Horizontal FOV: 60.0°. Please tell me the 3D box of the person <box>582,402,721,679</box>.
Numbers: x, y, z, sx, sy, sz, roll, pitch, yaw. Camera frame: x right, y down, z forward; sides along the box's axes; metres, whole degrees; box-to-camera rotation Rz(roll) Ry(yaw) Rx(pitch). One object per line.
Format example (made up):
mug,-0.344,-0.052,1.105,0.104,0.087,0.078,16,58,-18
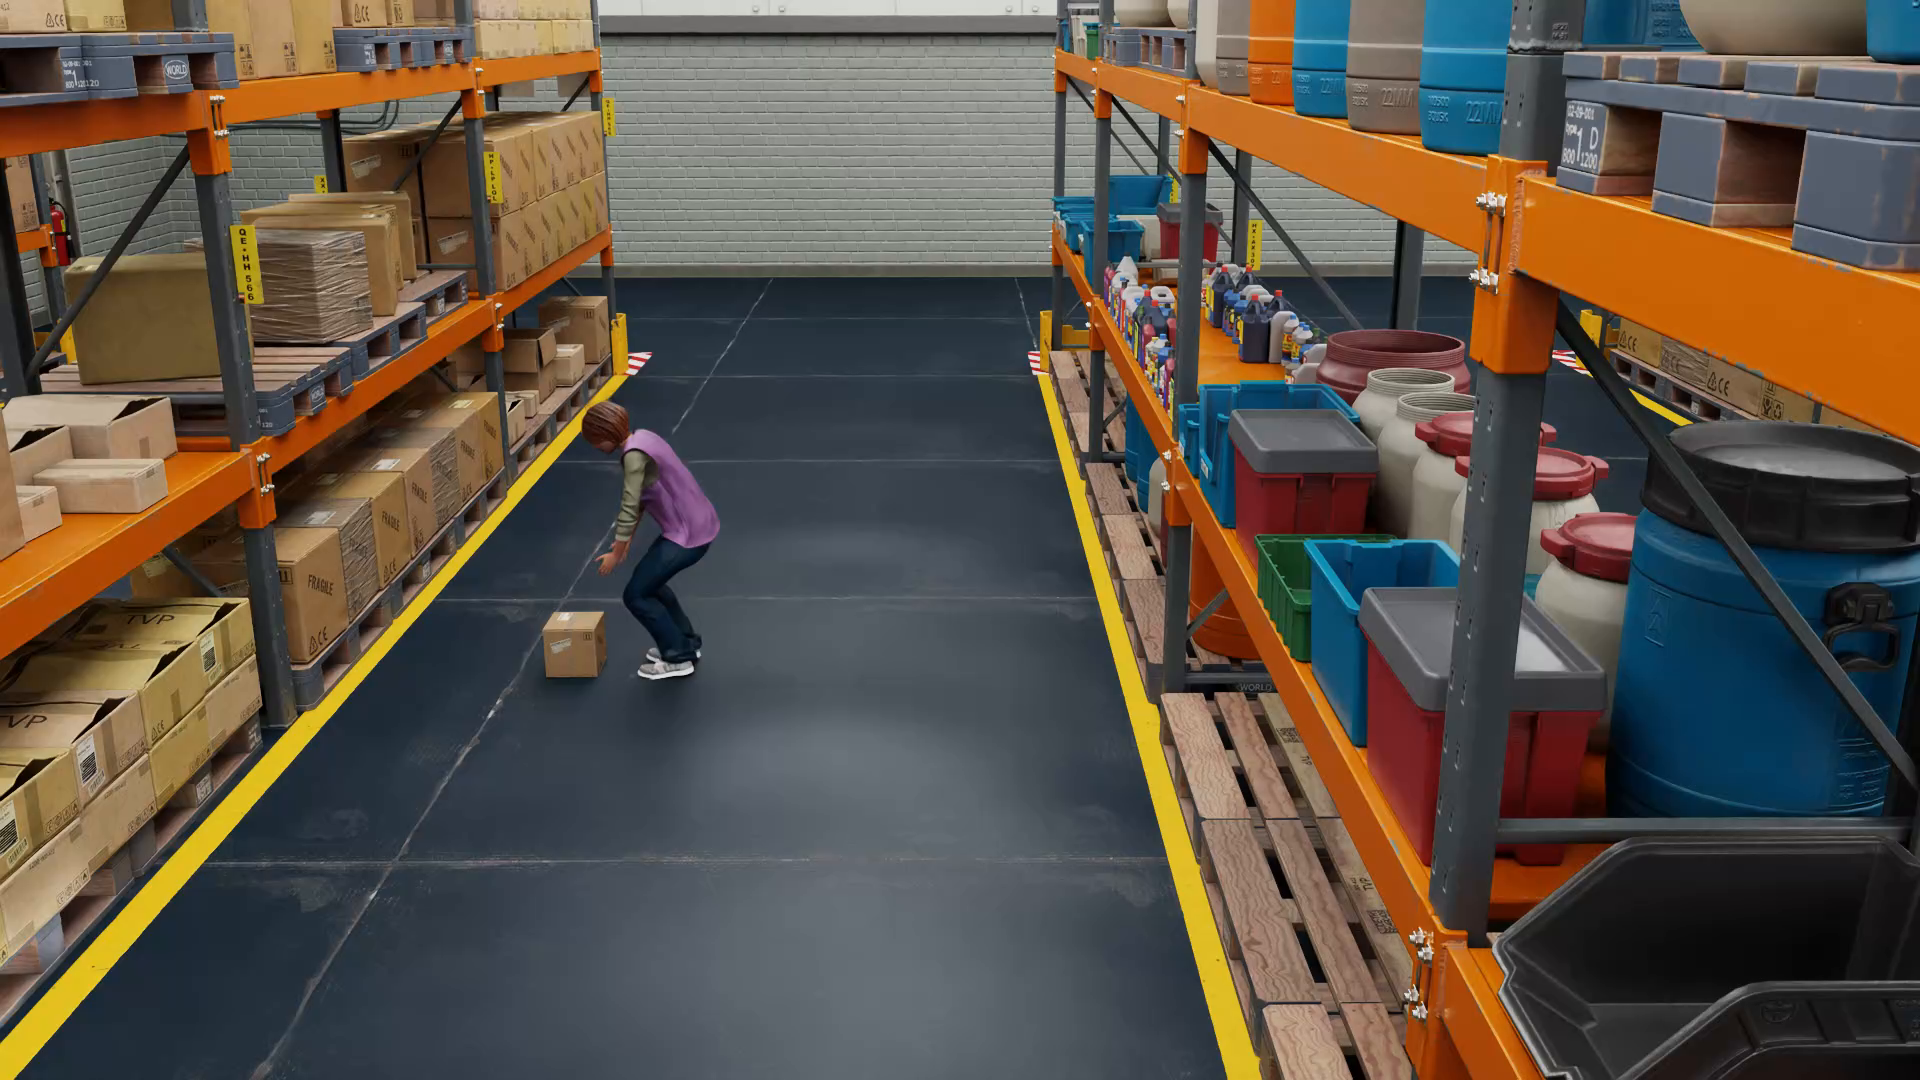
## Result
person,-1.465,0.009,7.988,0.621,1.336,0.461,0,17,0
